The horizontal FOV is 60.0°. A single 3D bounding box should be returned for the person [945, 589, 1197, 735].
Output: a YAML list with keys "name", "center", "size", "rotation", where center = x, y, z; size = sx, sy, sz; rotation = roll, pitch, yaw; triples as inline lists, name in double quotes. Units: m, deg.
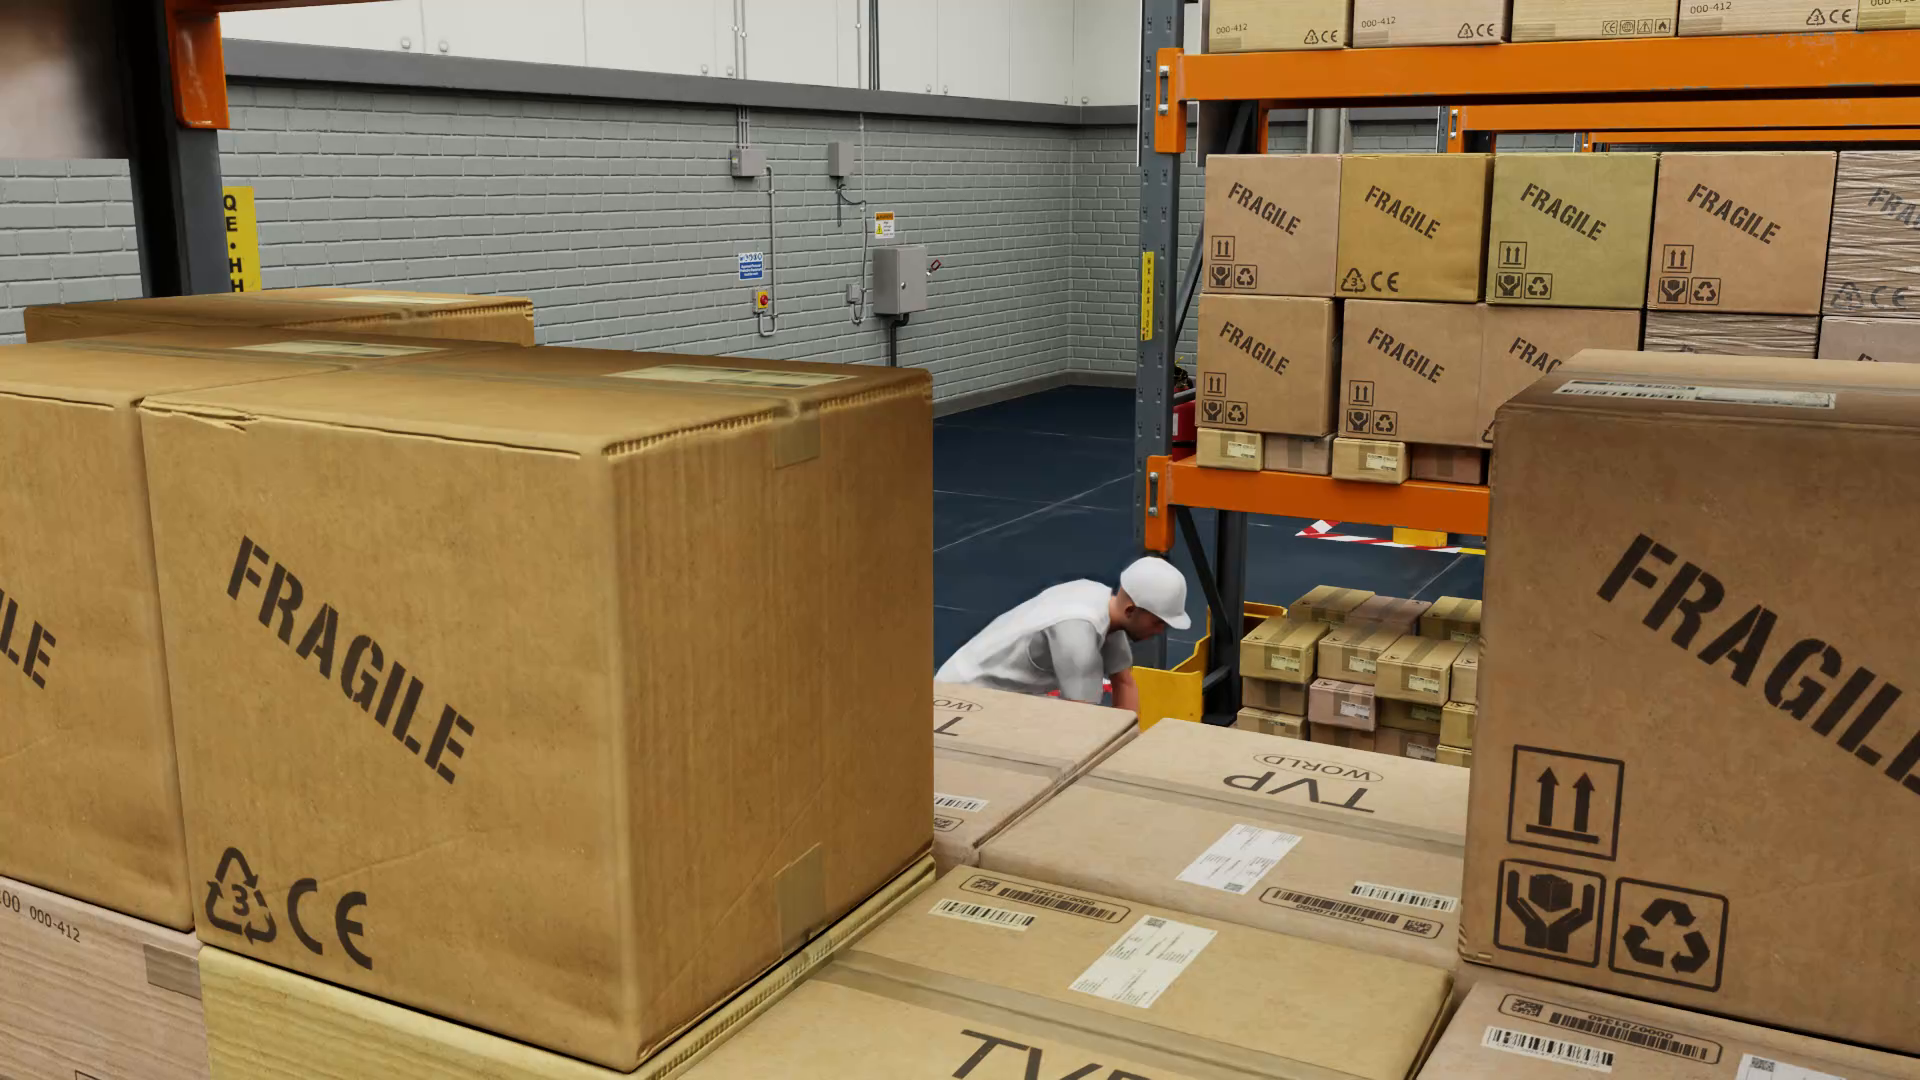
- name: "person"
  center: [0.349, 0.661, 5.609]
  size: [0.869, 1.065, 0.574]
  rotation: [5, 13, 22]
